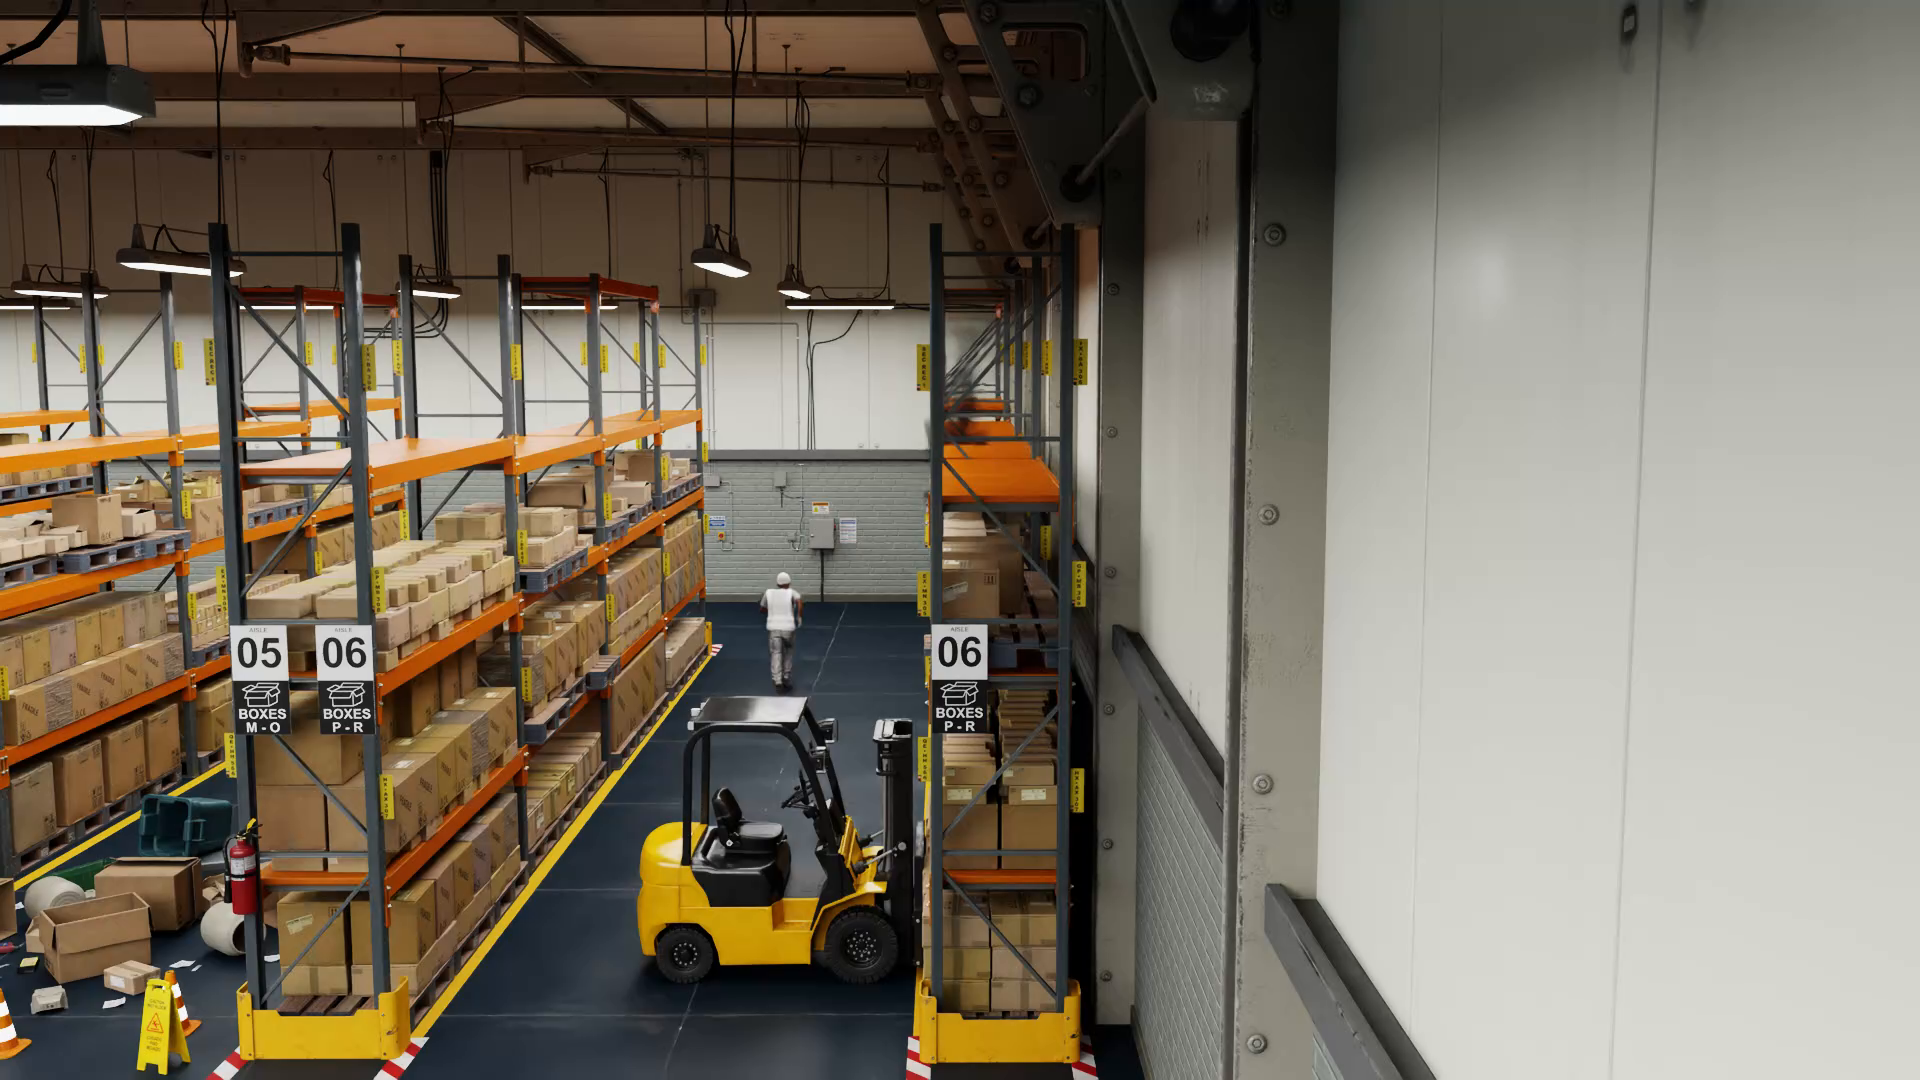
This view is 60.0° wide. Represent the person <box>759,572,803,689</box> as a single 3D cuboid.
[{"bbox_3d":[-2.674,1.407,24.870,0.678,1.792,1.019,0,7,-3],"label":"person"}]
